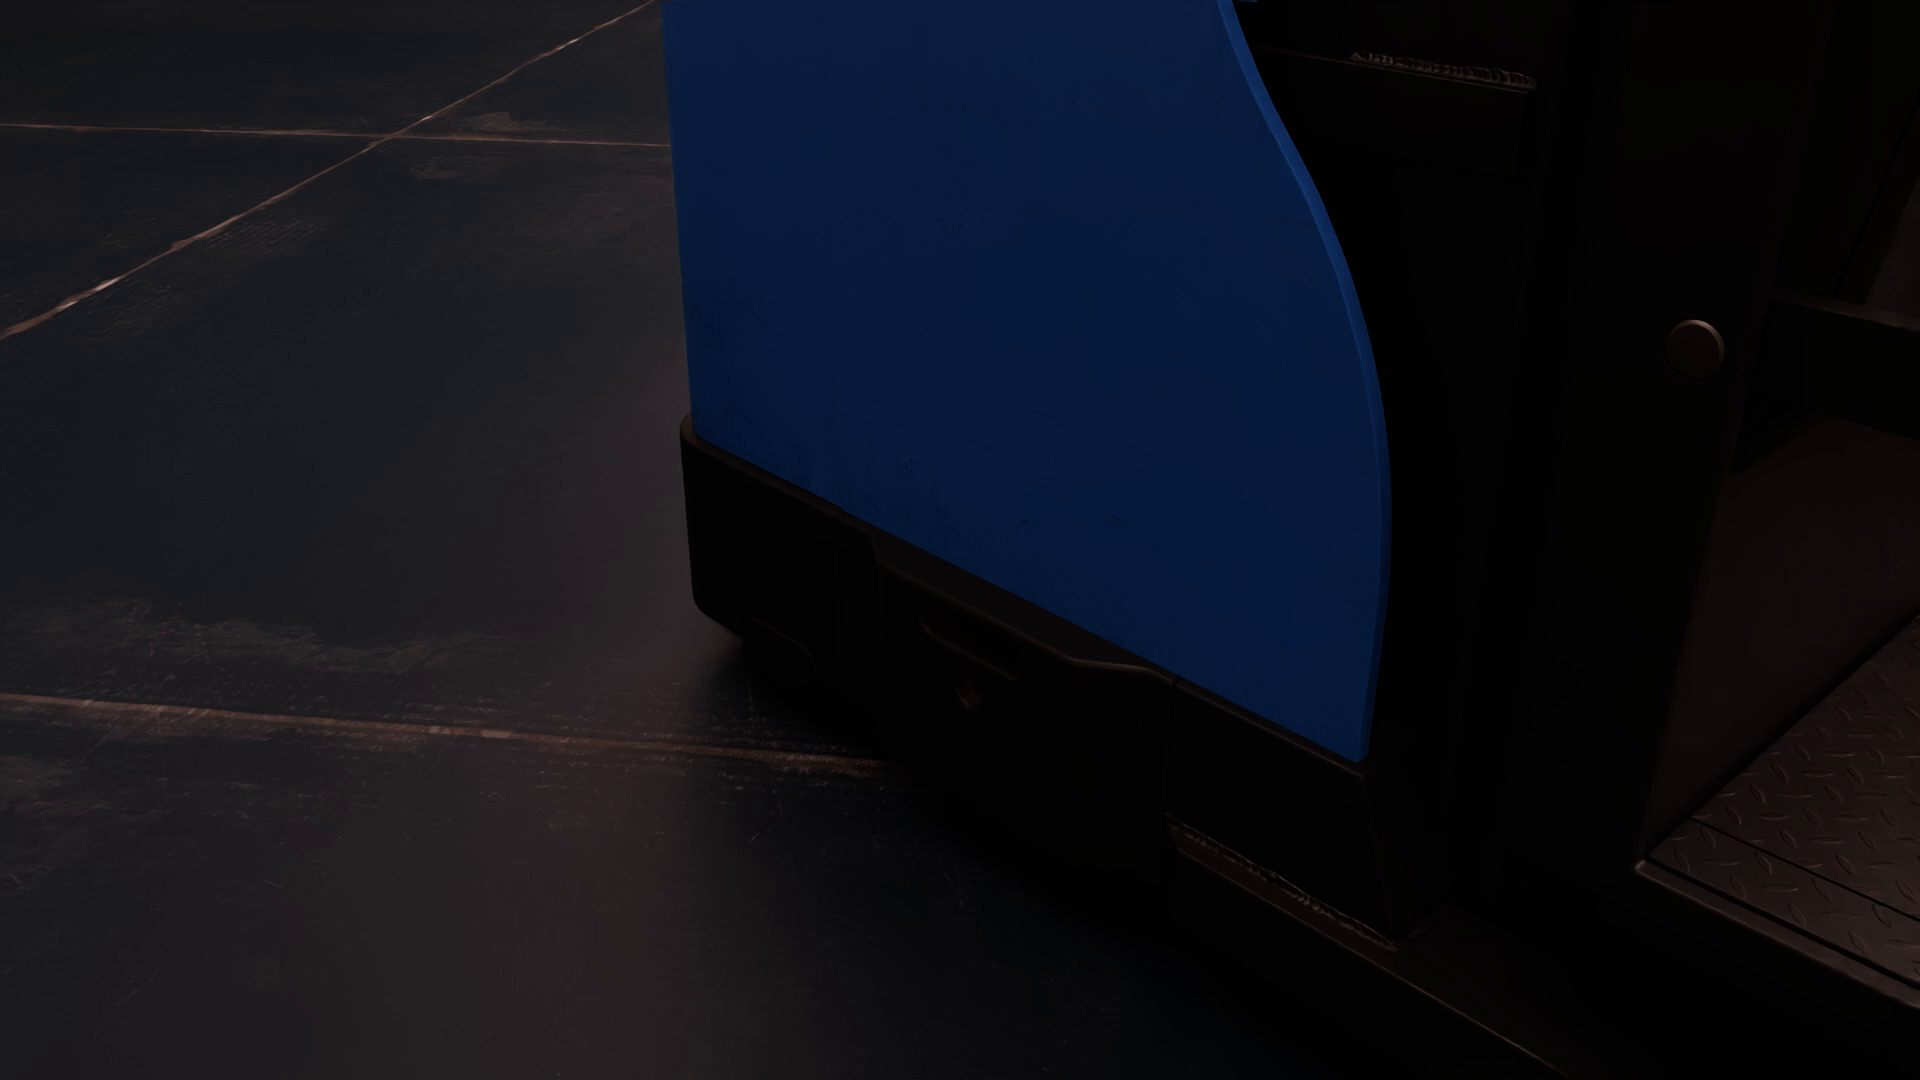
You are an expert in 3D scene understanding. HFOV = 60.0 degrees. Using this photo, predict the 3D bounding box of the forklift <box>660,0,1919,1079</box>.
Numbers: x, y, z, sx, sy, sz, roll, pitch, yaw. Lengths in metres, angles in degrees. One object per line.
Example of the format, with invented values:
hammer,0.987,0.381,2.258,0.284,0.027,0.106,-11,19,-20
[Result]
forklift,1.022,-0.850,0.920,1.130,2.935,3.031,-23,34,-38
